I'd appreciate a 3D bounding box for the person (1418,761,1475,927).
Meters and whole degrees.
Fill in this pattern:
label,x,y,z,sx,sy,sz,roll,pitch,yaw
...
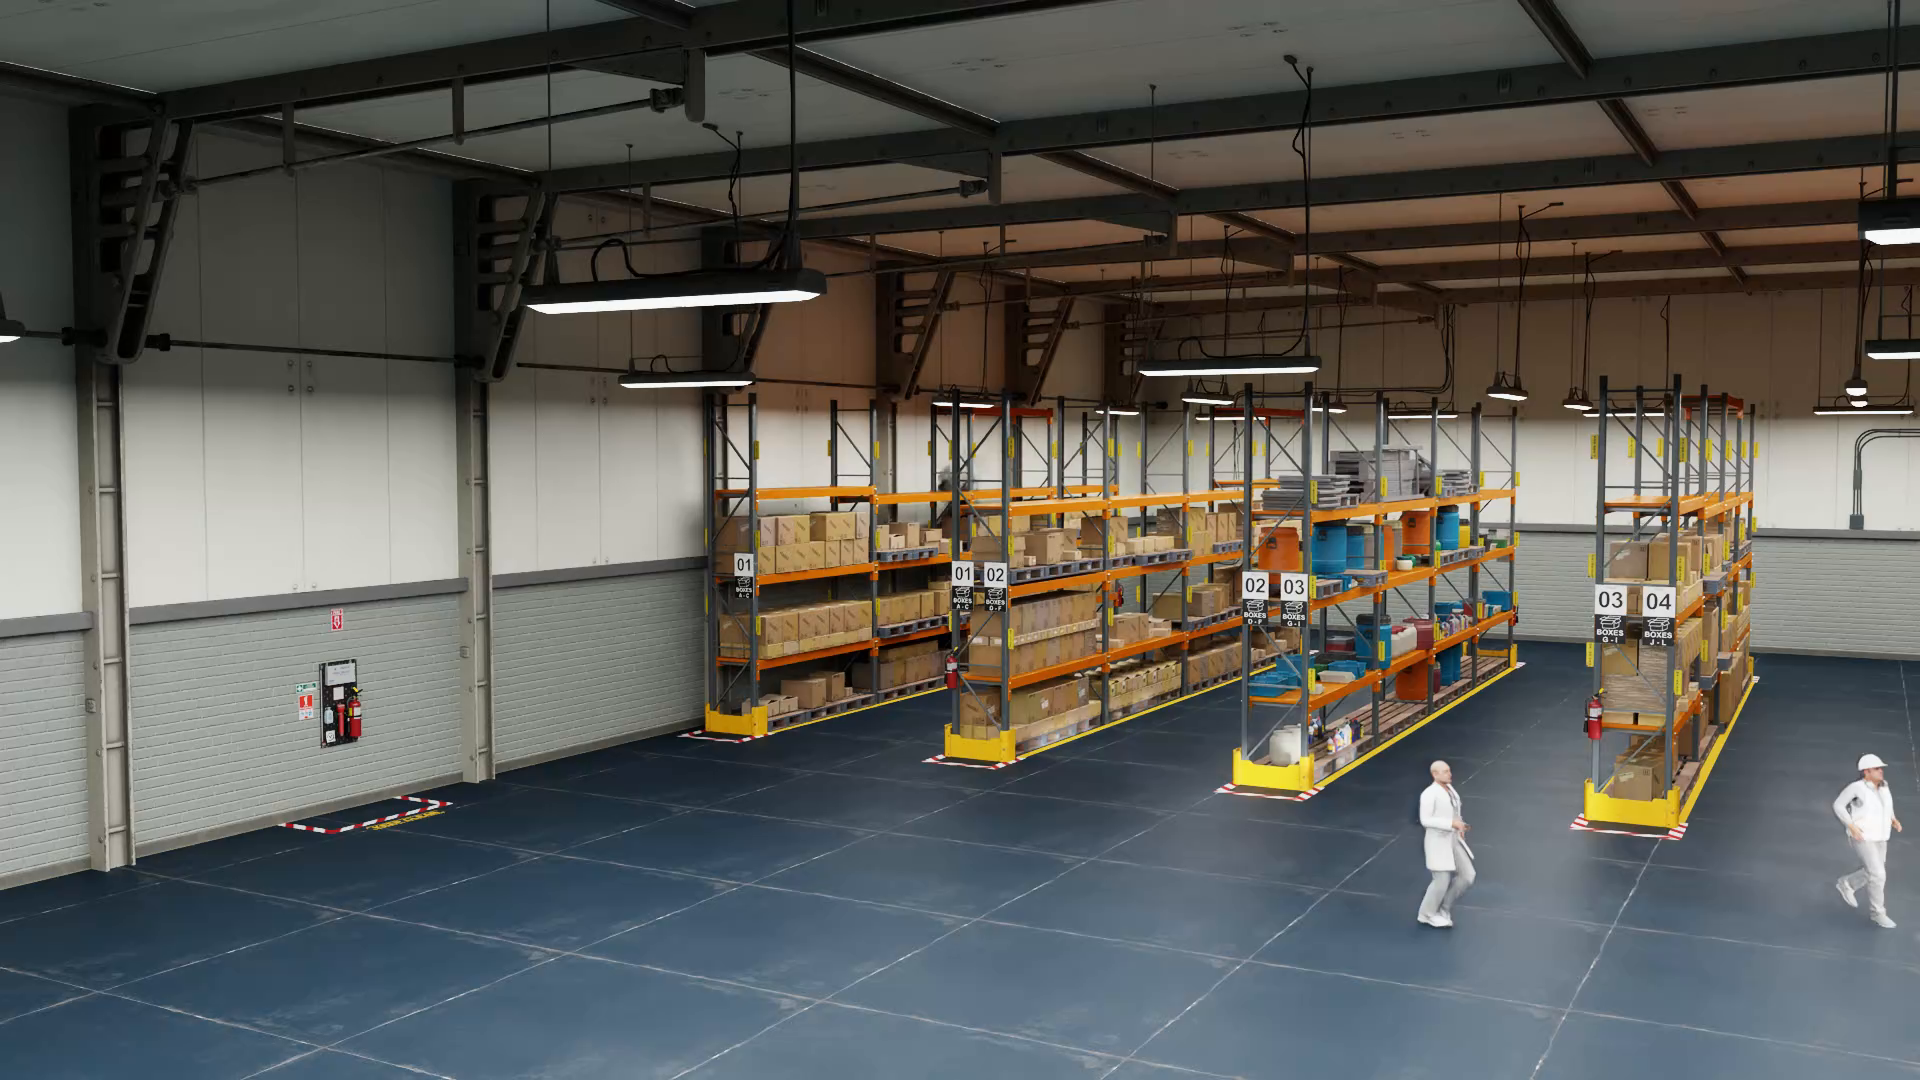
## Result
label,x,y,z,sx,sy,sz,roll,pitch,yaw
person,5.092,3.188,17.325,0.694,1.765,0.676,-2,4,-39

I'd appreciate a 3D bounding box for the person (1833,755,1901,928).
label,x,y,z,sx,sy,sz,roll,pitch,yaw
person,9.662,3.164,17.738,0.673,1.773,0.814,-1,3,-22
